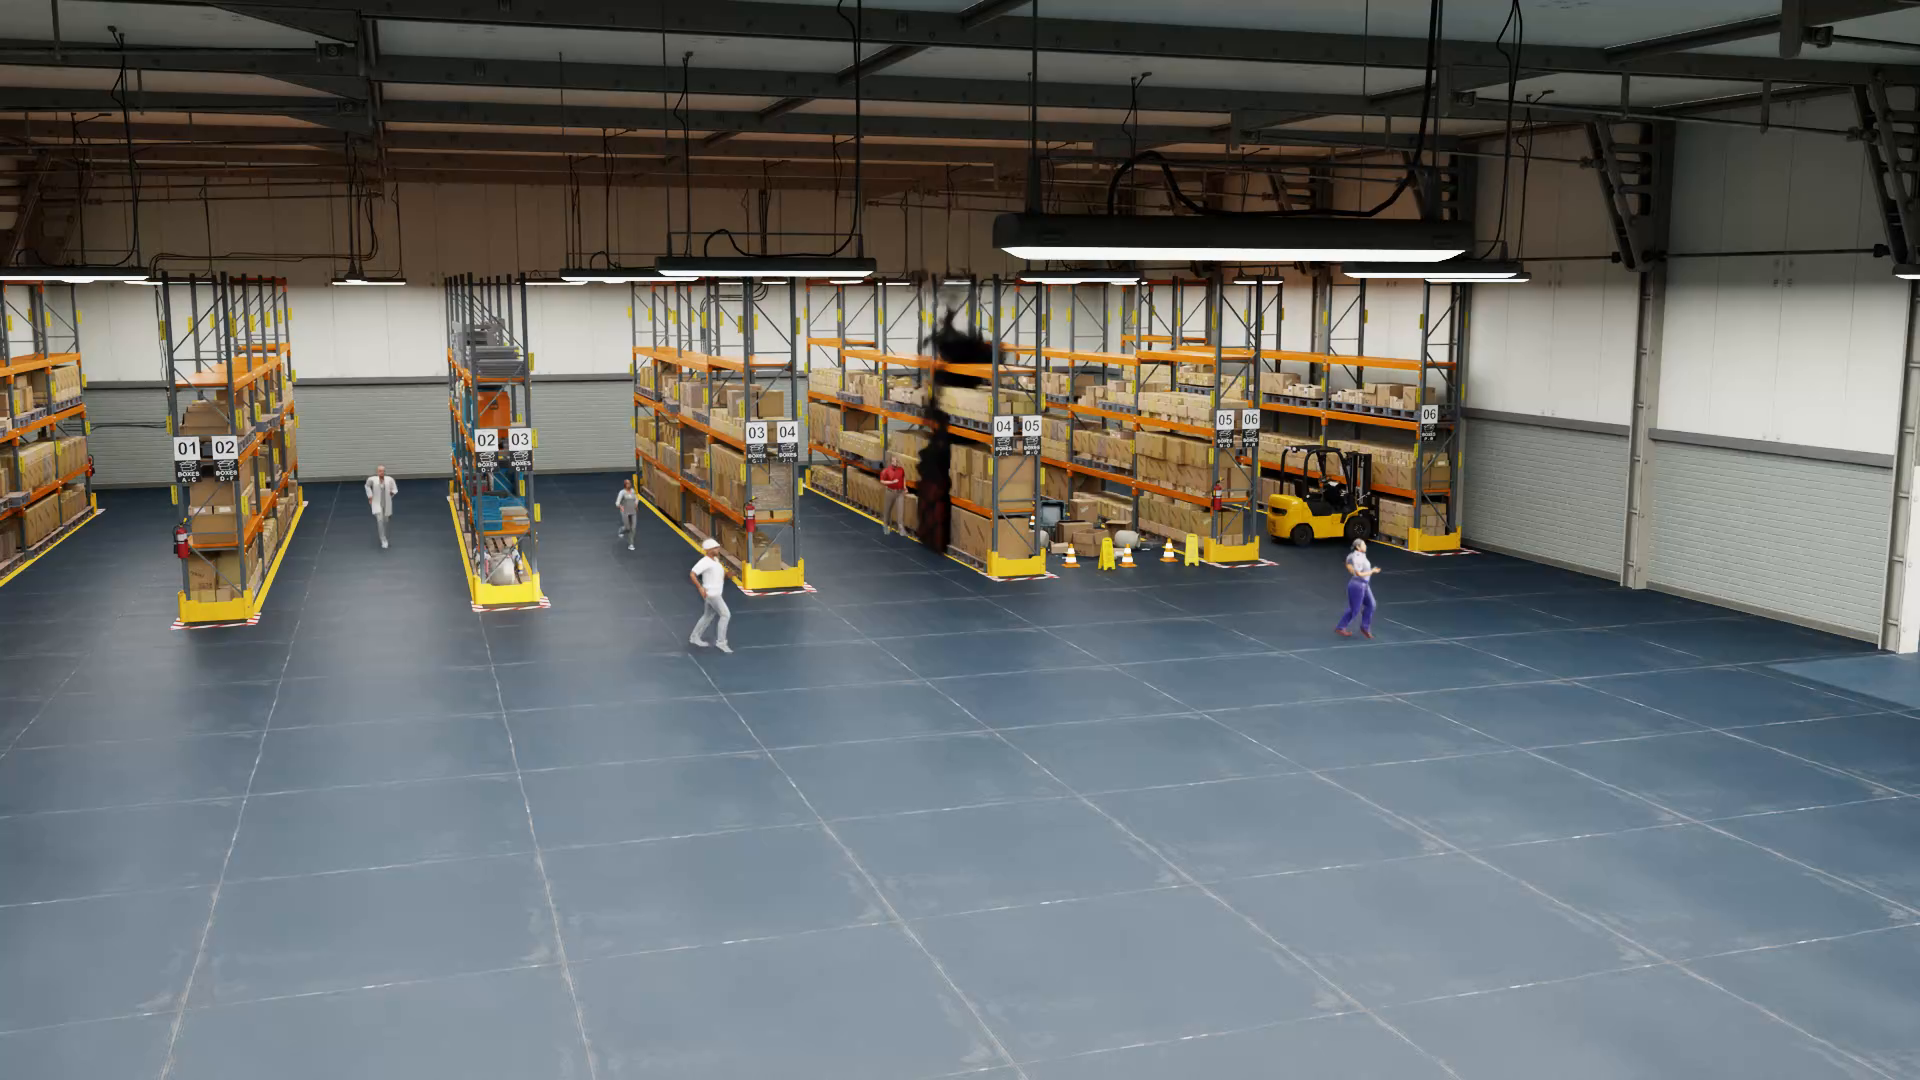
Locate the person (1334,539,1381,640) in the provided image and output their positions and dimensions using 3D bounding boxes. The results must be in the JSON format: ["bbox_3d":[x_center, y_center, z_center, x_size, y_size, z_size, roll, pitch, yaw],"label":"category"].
[{"bbox_3d":[6.532,0.819,27.267,0.708,1.704,0.585,3,9,21],"label":"person"}]

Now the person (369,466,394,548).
[{"bbox_3d":[-12.962,-0.774,37.314,0.613,1.805,1.025,-5,10,-31],"label":"person"}]

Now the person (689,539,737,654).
[{"bbox_3d":[-3.926,0.894,26.325,0.777,1.831,0.672,0,9,1],"label":"person"}]

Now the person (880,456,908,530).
[{"bbox_3d":[-1.461,-1.039,36.825,0.662,1.631,0.774,-3,9,-21],"label":"person"}]

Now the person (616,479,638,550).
[{"bbox_3d":[-7.333,-0.572,36.758,0.536,1.545,0.676,-6,10,-33],"label":"person"}]
